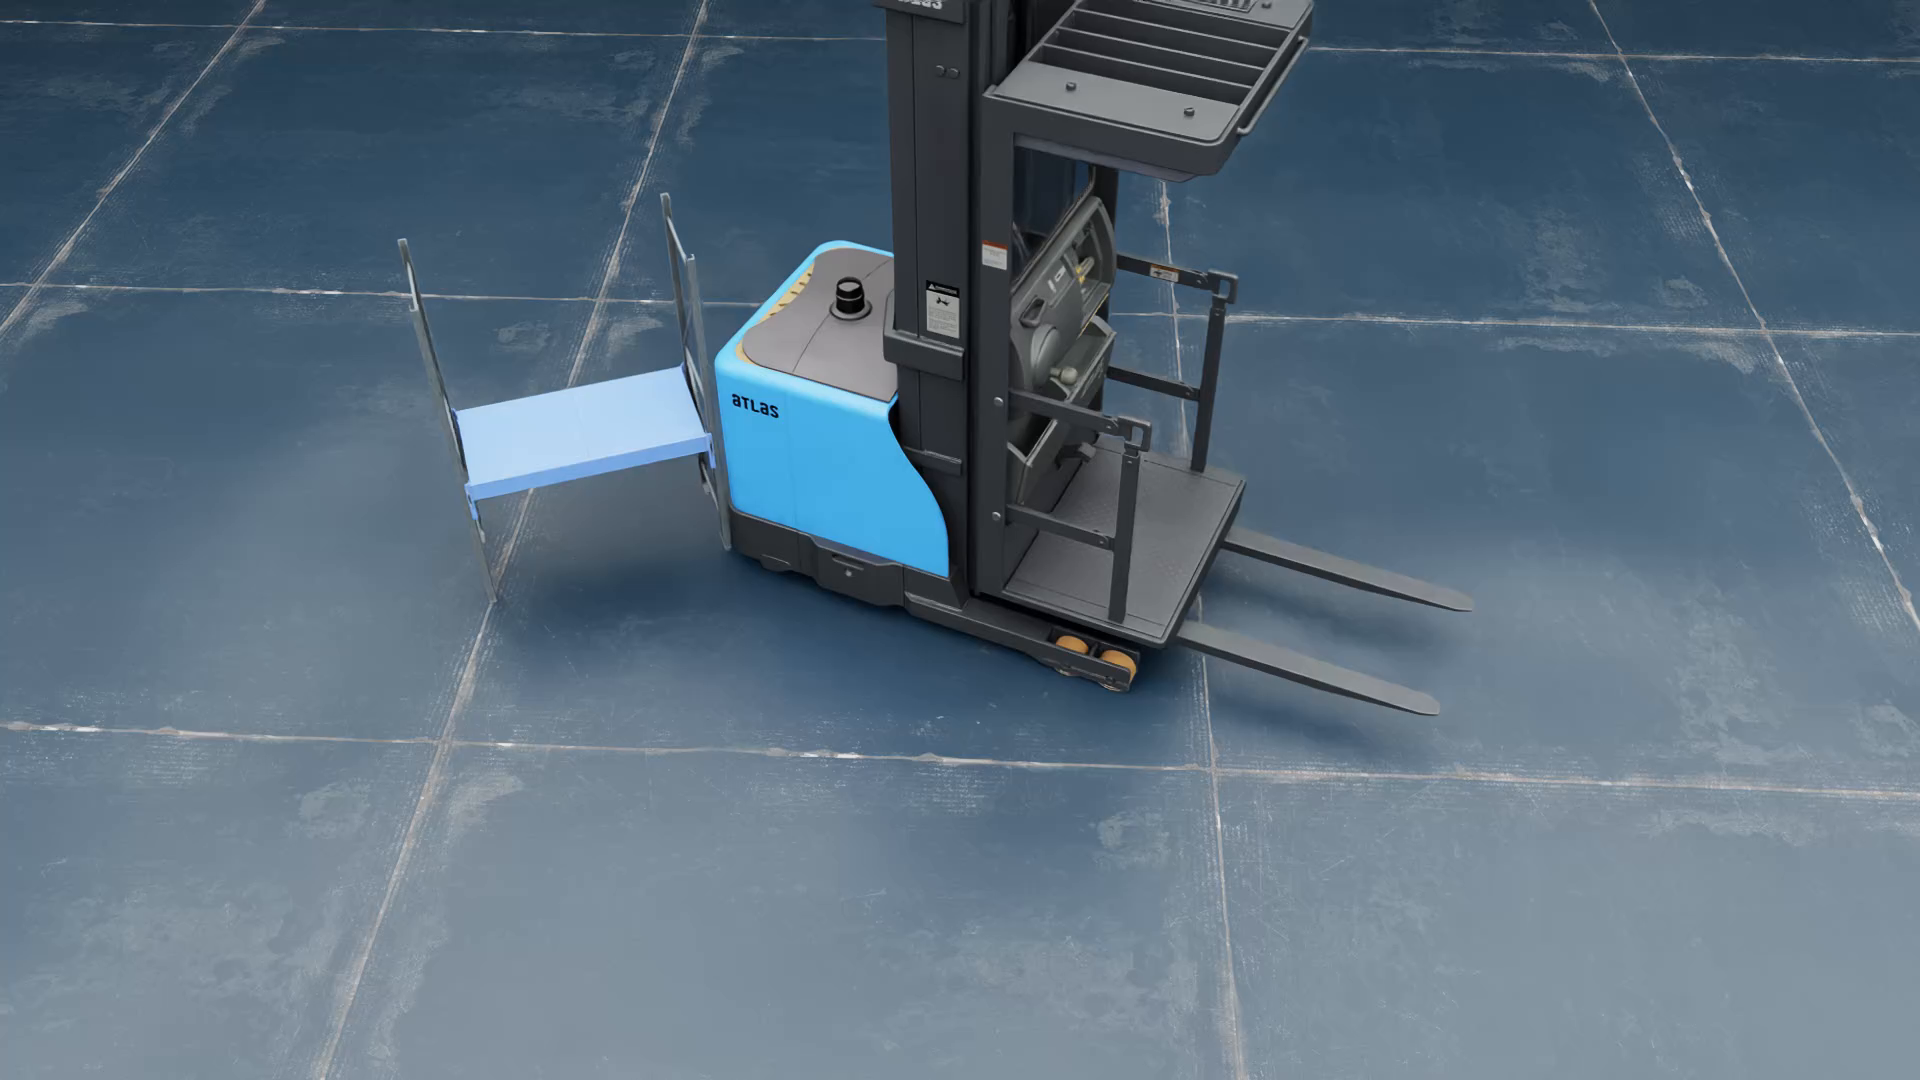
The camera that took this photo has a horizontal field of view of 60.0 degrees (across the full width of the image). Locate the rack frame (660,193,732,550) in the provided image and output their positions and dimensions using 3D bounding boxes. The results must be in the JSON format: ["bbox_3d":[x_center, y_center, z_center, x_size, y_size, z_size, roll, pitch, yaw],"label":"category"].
[{"bbox_3d":[-1.097,-0.669,6.953,0.032,1.500,0.500,-13,45,-14],"label":"rack frame"}]

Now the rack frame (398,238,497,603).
[{"bbox_3d":[-2.058,-0.444,6.711,0.032,1.500,0.500,-13,45,-14],"label":"rack frame"}]

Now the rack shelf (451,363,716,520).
[{"bbox_3d":[-1.578,-0.425,6.955,1.000,0.185,0.538,-13,45,-14],"label":"rack shelf"}]

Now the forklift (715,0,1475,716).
[{"bbox_3d":[0.574,-0.881,6.131,3.031,2.935,1.130,17,46,18],"label":"forklift"}]

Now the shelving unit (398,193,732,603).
[{"bbox_3d":[-1.578,-0.556,6.832,1.048,1.500,0.538,-13,45,-14],"label":"shelving unit"}]
